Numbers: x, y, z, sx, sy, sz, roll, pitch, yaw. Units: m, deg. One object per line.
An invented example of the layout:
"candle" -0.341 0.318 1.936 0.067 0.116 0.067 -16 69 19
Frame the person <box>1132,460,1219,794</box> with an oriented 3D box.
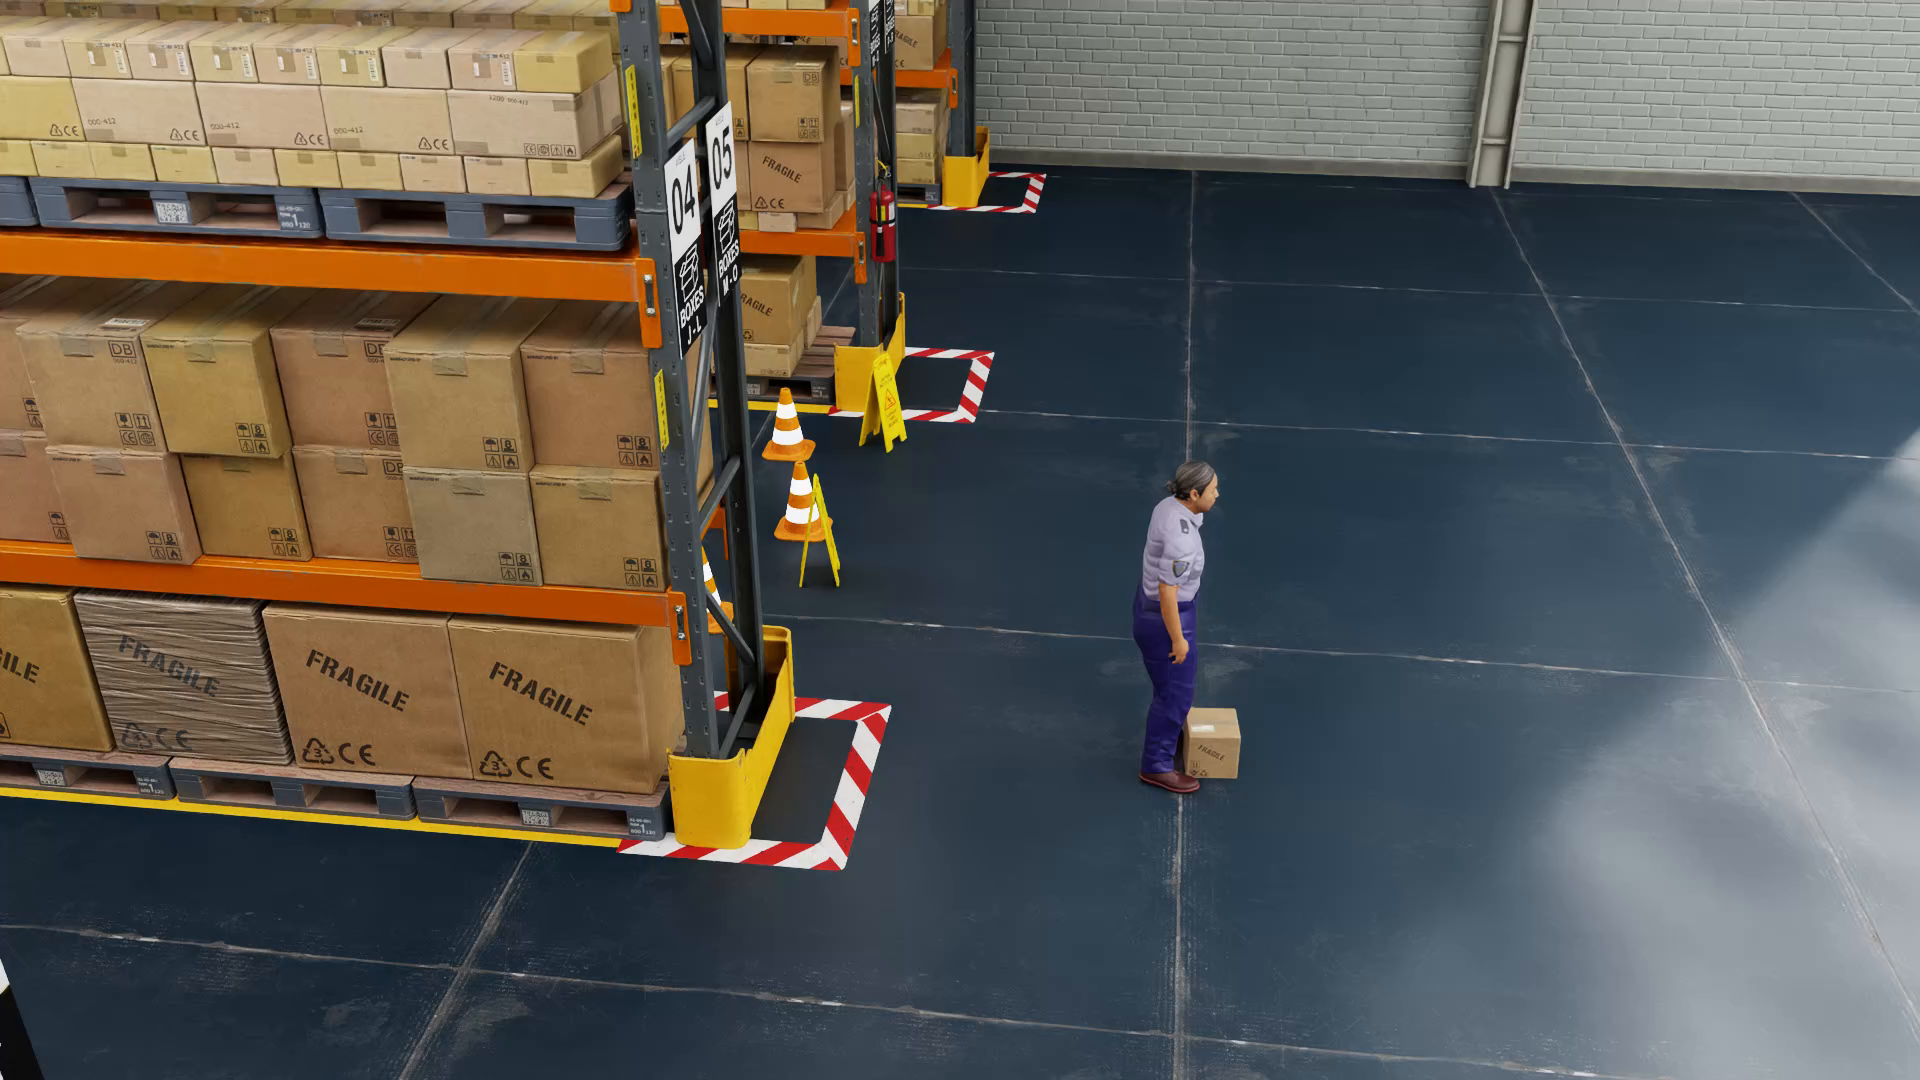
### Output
"person" 1.037 0.381 7.933 0.425 1.650 0.551 2 29 4
